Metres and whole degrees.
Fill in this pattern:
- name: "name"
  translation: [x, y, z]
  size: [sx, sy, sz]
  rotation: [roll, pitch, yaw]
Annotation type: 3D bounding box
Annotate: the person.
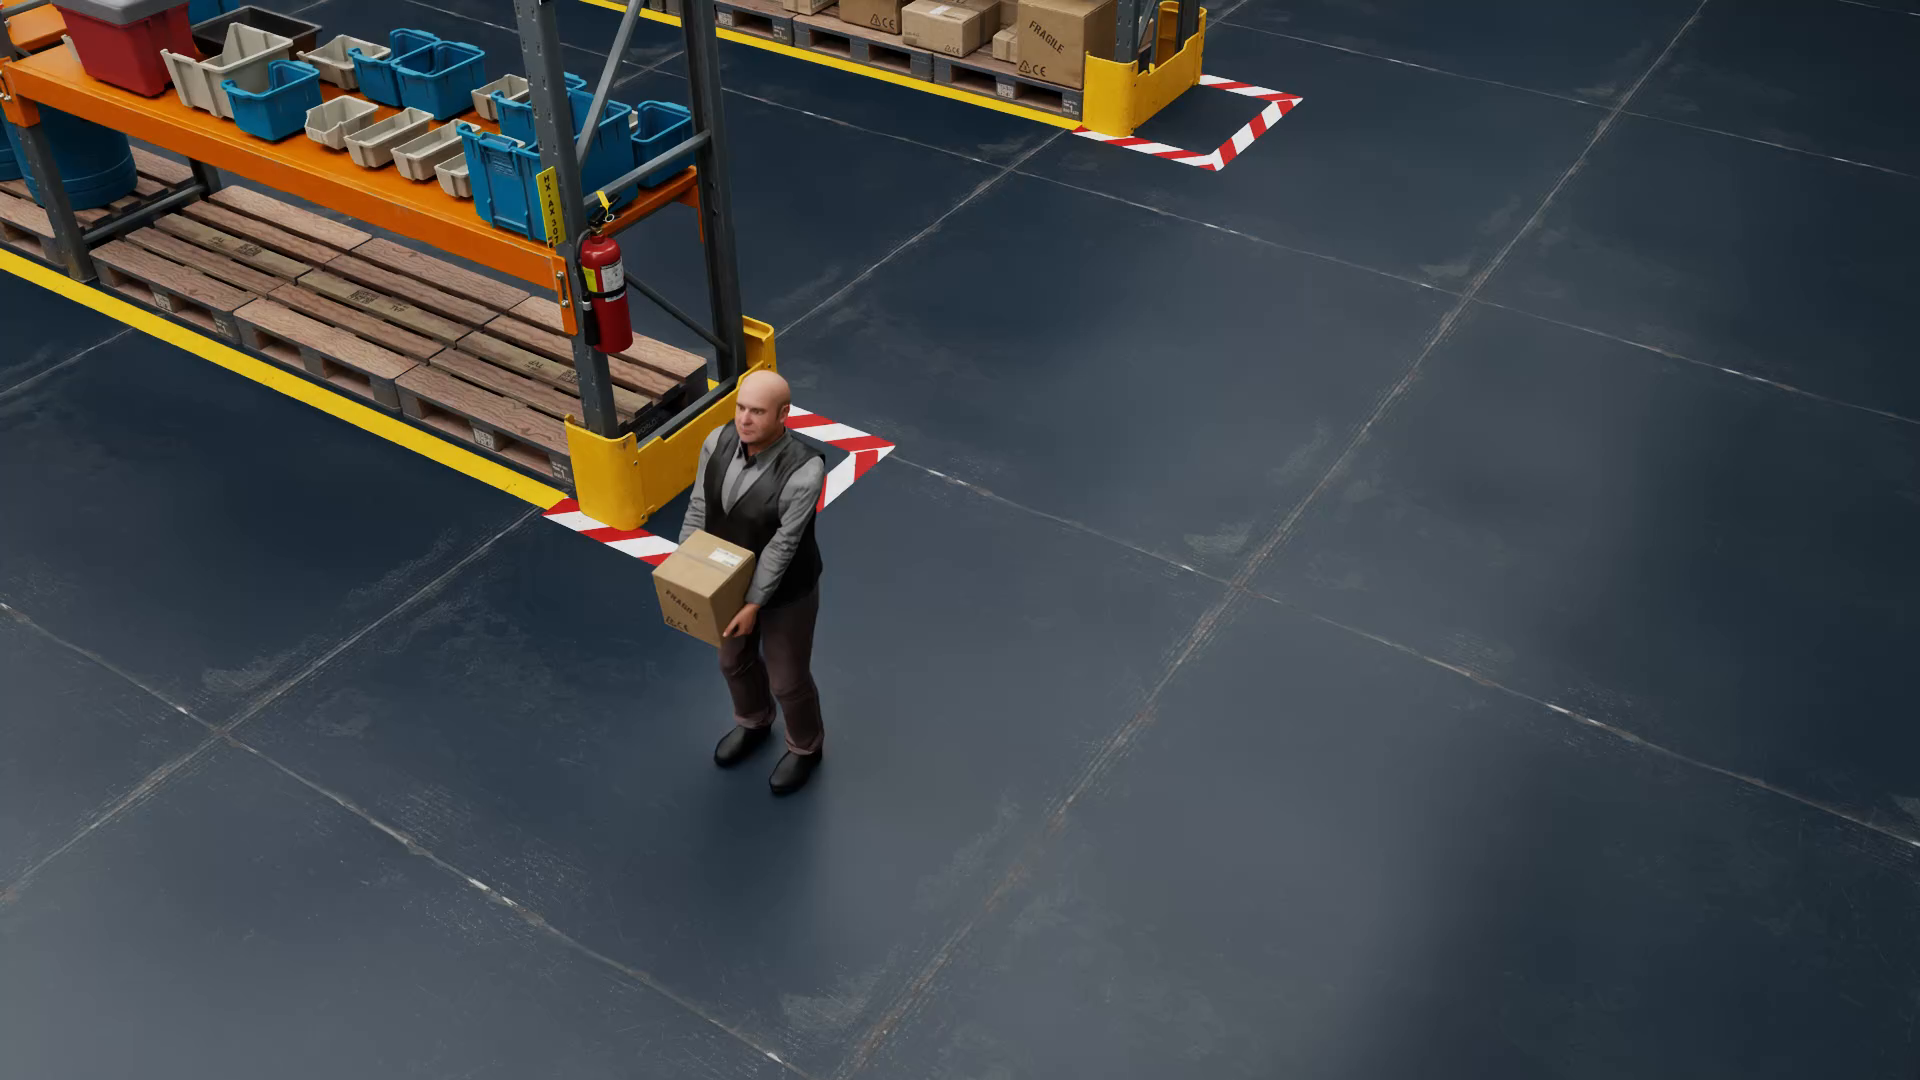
- name: "person"
  translation: [-0.748, 0.207, 5.916]
  size: [0.494, 1.712, 0.559]
  rotation: [22, 43, 25]
